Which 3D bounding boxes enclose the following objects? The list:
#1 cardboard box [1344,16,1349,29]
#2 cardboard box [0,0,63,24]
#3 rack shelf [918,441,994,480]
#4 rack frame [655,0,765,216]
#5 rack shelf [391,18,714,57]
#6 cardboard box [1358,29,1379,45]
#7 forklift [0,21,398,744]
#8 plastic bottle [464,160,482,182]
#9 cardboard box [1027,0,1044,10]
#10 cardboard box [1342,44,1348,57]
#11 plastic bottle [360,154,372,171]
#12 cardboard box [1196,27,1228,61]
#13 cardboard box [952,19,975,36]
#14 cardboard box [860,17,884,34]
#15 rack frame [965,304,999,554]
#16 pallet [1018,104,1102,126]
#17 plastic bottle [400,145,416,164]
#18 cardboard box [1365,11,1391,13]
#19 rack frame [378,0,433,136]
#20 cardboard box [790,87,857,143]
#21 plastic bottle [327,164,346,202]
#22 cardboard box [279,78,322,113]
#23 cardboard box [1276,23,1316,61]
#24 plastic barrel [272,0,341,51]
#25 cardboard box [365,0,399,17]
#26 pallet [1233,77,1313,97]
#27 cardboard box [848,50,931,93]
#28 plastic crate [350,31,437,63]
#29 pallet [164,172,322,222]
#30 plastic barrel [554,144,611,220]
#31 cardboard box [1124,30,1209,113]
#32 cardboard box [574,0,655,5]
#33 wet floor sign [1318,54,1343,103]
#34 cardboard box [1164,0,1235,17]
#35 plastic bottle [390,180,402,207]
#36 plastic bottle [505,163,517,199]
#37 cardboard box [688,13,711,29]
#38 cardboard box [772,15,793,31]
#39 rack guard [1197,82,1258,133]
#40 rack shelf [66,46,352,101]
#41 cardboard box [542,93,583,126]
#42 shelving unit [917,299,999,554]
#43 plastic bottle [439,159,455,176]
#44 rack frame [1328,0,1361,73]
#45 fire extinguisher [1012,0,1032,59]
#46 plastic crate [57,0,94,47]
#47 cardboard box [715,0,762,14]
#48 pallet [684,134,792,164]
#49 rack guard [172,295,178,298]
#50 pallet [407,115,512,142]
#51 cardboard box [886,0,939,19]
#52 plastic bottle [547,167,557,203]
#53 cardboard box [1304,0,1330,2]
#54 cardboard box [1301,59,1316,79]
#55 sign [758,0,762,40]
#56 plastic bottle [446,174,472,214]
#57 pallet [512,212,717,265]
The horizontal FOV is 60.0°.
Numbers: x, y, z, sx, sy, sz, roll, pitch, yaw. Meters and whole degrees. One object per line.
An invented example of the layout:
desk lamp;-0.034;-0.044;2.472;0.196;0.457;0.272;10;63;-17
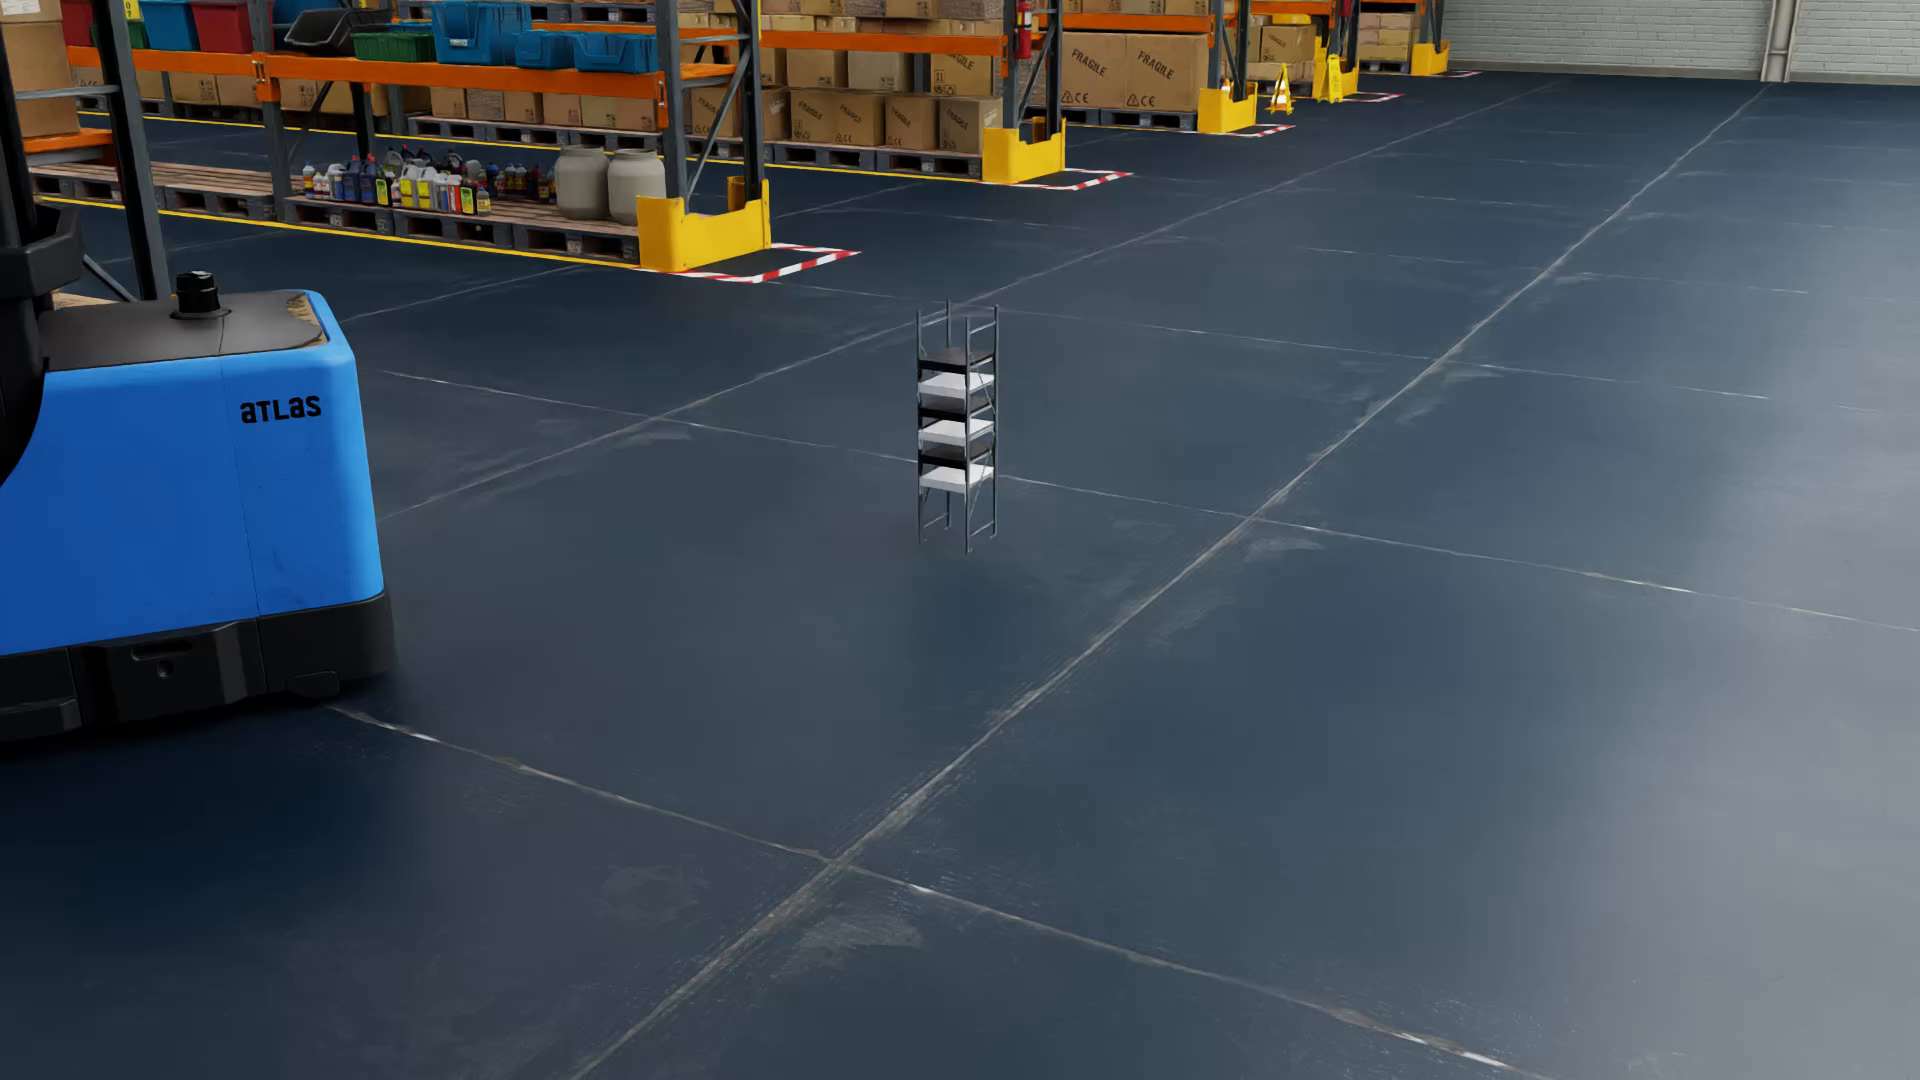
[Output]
cardboard box;6.491;-8.874;28.379;0.500;0.250;0.500;11;23;28
cardboard box;-4.383;-2.455;7.637;0.250;0.149;0.380;11;22;27
rack shelf;-0.007;-0.308;6.257;0.200;0.077;0.258;11;23;27
rack frame;-1.726;-3.448;11.472;0.127;3.000;1.000;11;23;27
rack shelf;-4.549;-5.582;18.410;4.000;0.370;1.077;11;23;27
cardboard box;6.930;-8.565;28.262;0.500;0.250;0.500;11;22;27
forklift;-3.291;-0.855;4.424;3.031;2.935;1.130;-9;22;-23
plastic bottle;-3.926;-2.905;13.323;0.135;0.276;0.152;11;23;28
cardboard box;0.937;-6.851;20.632;0.550;0.550;0.875;11;23;27
cardboard box;6.513;-8.411;28.571;0.500;0.250;0.500;11;23;28
plastic bottle;-4.646;-2.860;13.090;0.185;0.351;0.144;11;23;27
cardboard box;3.801;-7.358;24.566;0.500;0.500;0.500;10;22;26
cardboard box;0.122;-4.832;15.656;0.250;0.149;0.380;11;23;27
cardboard box;-0.760;-4.993;16.100;0.250;0.149;0.380;11;23;27
rack frame;0.082;-0.407;6.169;0.006;0.900;0.240;11;23;27
pallet;1.399;-5.384;20.899;1.213;0.211;1.003;11;23;27
plastic bottle;-4.516;-3.054;13.624;0.185;0.351;0.144;10;22;26
cardboard box;7.174;-8.944;28.574;0.500;0.250;0.500;11;23;27
rack frame;-6.295;-6.253;19.204;0.127;3.000;1.000;11;23;27
cardboard box;-1.389;-4.359;17.032;0.500;0.500;0.500;9;22;23
plastic bottle;-4.859;-2.811;13.063;0.135;0.276;0.152;12;23;29
cardboard box;-7.662;-5.723;20.243;0.875;0.875;1.225;11;23;27
cardboard box;4.932;-7.350;24.546;0.500;0.500;0.500;10;22;26
plastic barrel;-5.408;-4.503;13.646;0.708;0.901;0.600;11;23;27
cardboard box;-6.847;-6.308;19.210;0.500;0.500;0.500;12;23;29
pallet;4.764;-6.720;24.582;1.213;0.211;1.003;11;23;27
cardboard box;-0.882;-6.264;21.918;0.750;0.750;1.050;11;23;27
plastic crate;-4.171;-3.704;12.488;0.662;0.188;0.450;11;23;27
pallet;-5.923;-2.921;14.109;1.213;0.211;1.003;11;23;27
plastic barrel;-2.776;-2.646;12.293;0.421;0.512;0.421;0;20;0
cardboard box;2.572;-5.674;20.108;0.875;0.875;0.875;11;23;28
cardboard box;-3.428;-6.241;17.676;1.000;1.000;1.000;11;23;28
wet floor sign;5.166;-6.416;23.106;0.267;0.644;0.232;-16;26;-38
cardboard box;2.850;-6.501;19.668;0.550;0.550;0.875;11;23;27
plastic bottle;-4.316;-2.661;12.762;0.097;0.201;0.097;0;20;0
plastic bottle;-3.544;-2.840;13.152;0.097;0.271;0.097;0;20;0
cardboard box;-2.550;-5.299;16.943;0.250;0.149;0.380;11;23;27
cardboard box;-1.659;-5.144;16.515;0.250;0.149;0.380;11;23;27
rack guard;3.217;-5.203;19.976;0.348;0.500;1.175;11;23;27
rack shelf;-6.965;-4.108;14.345;4.000;0.370;1.077;11;23;27
cardboard box;-4.224;-4.906;18.511;0.500;0.500;0.700;9;22;23
shelving unit;-0.007;-0.424;6.215;0.210;0.900;0.258;11;23;27
plastic bottle;-4.094;-2.901;13.303;0.133;0.283;0.061;11;23;27
rack frame;5.522;-7.873;23.670;0.127;3.000;1.000;11;23;27
fire extinguisher;0.564;-4.730;15.119;0.183;0.674;0.296;11;23;27
plastic crate;-7.449;-4.449;14.137;0.583;0.464;0.402;11;23;27
cardboard box;-2.021;-5.588;16.788;0.500;0.500;0.875;11;23;27
pallet;-2.199;-4.176;17.567;1.213;0.211;1.003;11;23;27
rack guard;-4.124;-0.795;7.824;0.348;0.500;1.175;11;23;27
pallet;-5.614;-4.812;19.320;1.213;0.211;1.003;11;23;27
cardboard box;-0.273;-5.256;15.874;0.500;0.500;0.875;11;23;27
plastic bottle;-3.157;-2.767;12.949;0.097;0.271;0.097;0;20;0
cardboard box;5.091;-7.753;23.708;0.250;0.149;0.380;12;23;29
cardboard box;4.953;-6.994;24.664;0.500;0.250;0.500;11;22;27
sign;-1.454;-3.741;11.874;0.005;0.325;0.100;11;23;27
plastic bottle;-3.750;-2.599;12.481;0.135;0.276;0.152;11;23;28
pallet;-2.522;-2.273;12.320;1.213;0.211;1.003;11;23;27
